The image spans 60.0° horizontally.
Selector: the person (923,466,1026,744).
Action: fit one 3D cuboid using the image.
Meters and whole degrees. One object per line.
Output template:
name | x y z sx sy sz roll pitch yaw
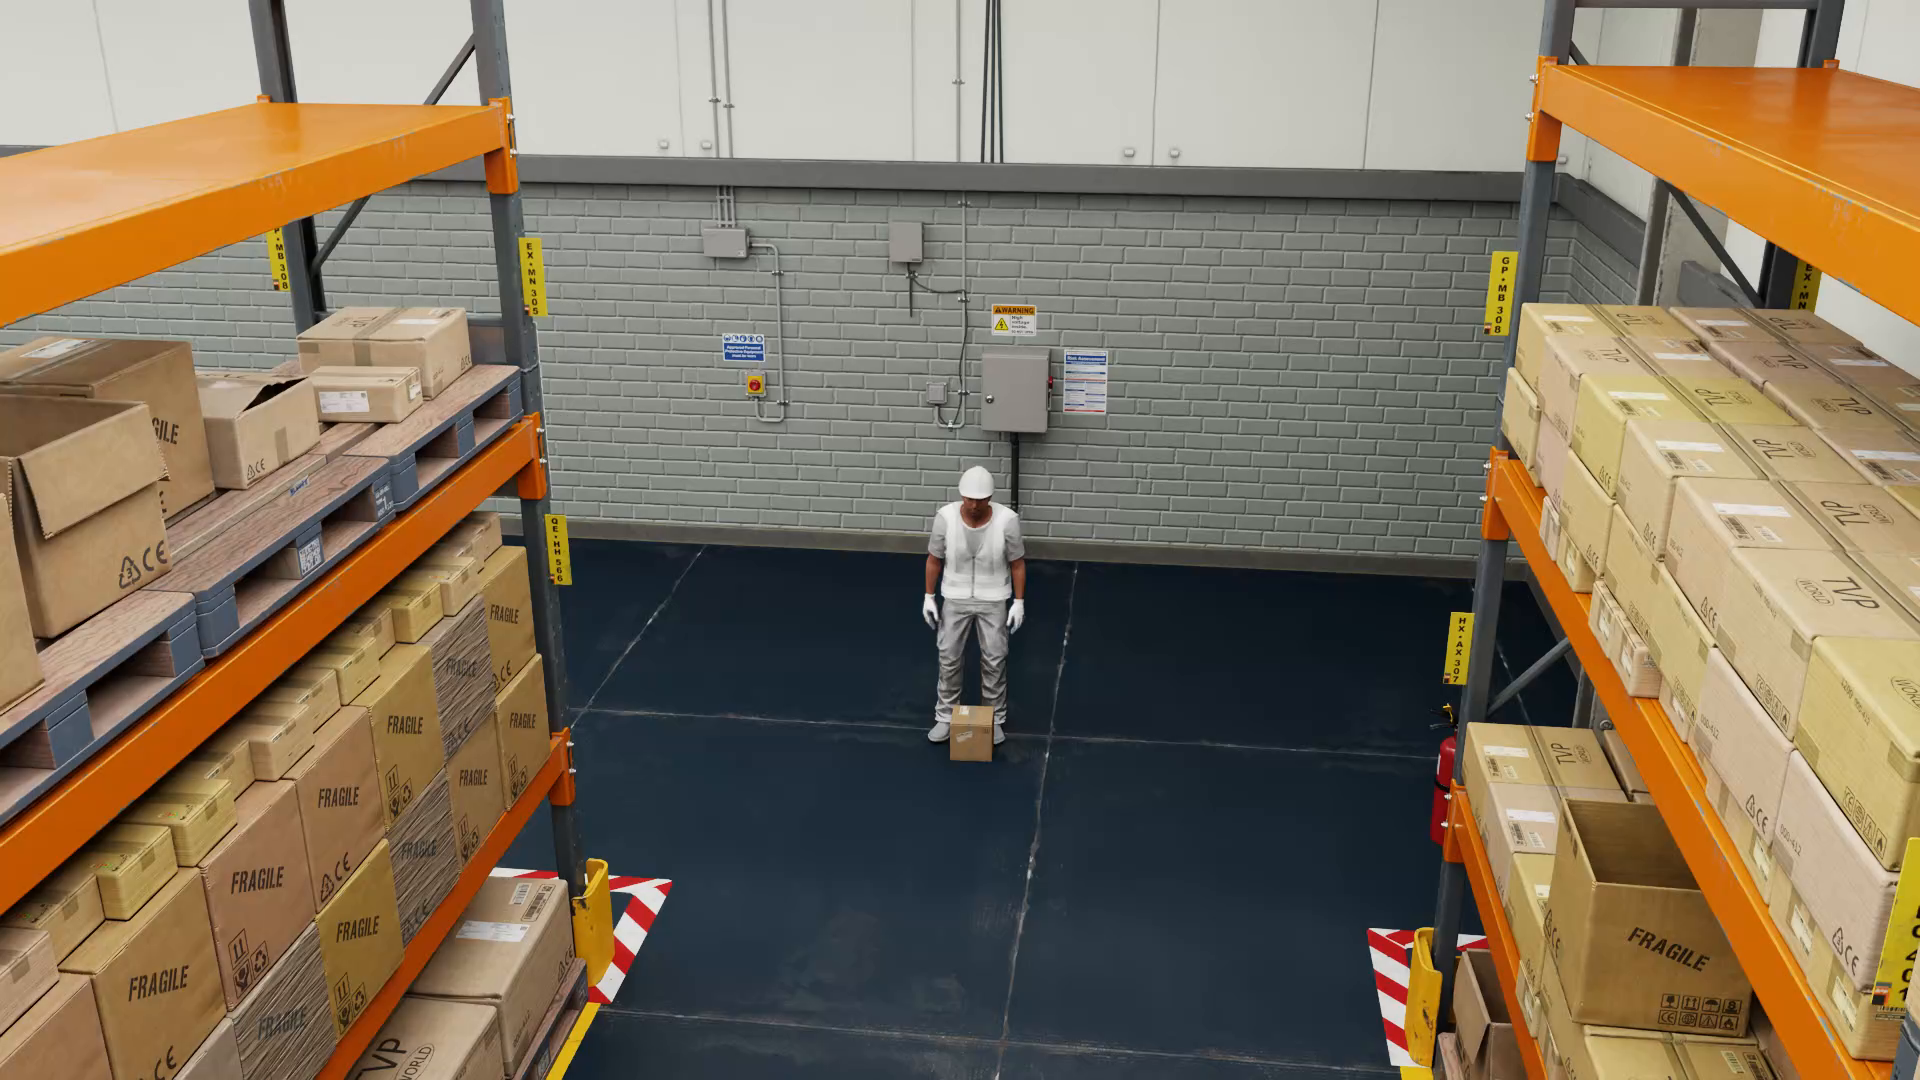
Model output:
person | 0.086 0.383 10.065 0.619 1.775 0.446 3 21 7
